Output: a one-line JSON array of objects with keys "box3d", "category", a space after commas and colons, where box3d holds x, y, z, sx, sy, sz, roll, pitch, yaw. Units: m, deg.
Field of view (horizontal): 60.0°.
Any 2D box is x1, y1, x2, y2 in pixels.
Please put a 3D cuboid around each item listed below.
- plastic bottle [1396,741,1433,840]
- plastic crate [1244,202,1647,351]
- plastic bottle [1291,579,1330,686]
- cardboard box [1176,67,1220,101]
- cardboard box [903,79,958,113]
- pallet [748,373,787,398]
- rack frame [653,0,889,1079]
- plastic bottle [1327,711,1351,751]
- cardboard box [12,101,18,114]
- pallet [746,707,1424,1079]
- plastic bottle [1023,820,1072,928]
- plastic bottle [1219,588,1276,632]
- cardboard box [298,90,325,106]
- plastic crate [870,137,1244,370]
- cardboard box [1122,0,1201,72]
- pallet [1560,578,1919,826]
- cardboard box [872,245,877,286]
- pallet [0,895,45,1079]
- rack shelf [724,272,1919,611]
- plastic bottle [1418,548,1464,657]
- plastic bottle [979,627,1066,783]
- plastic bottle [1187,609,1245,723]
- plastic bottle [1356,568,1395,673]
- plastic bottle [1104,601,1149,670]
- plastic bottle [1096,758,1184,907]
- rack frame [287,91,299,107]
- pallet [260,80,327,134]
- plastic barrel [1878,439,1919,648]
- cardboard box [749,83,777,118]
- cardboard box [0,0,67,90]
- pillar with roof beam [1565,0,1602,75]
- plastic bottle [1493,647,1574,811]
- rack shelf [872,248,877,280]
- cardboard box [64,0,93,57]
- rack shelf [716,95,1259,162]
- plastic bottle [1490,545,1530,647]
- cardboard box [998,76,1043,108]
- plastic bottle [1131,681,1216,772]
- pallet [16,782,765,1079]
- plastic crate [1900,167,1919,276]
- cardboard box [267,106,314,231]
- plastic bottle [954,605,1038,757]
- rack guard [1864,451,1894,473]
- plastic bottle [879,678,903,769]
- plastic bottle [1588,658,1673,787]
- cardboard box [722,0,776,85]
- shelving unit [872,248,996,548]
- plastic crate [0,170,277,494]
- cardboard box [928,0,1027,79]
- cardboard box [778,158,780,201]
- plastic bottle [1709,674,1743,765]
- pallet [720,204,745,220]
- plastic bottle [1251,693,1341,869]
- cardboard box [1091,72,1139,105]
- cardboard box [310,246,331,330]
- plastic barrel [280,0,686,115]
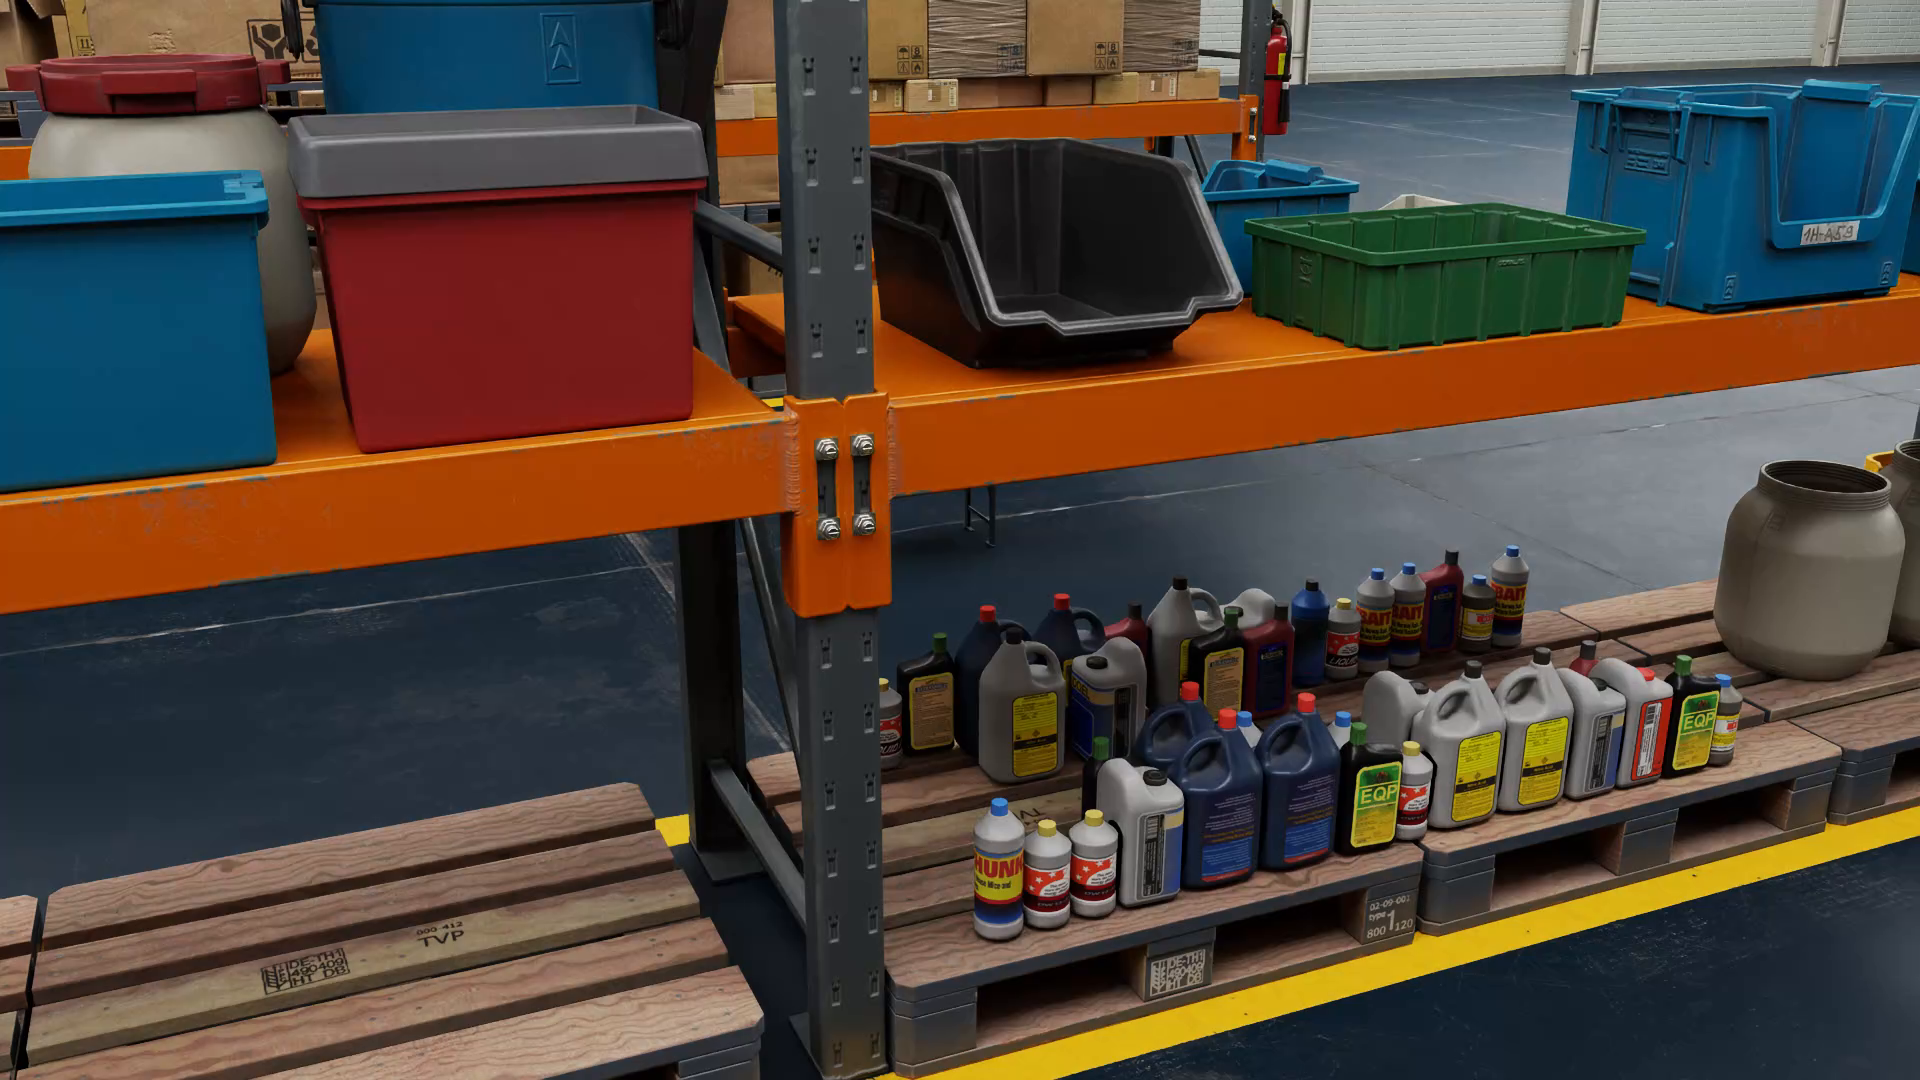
[{"box3d": [0.956, 0.529, 3.555, 0.097, 0.201, 0.097, 0, 19, 0], "category": "plastic bottle"}, {"box3d": [0.966, -0.542, 3.363, 0.662, 0.188, 0.450, -8, 21, -22], "category": "plastic crate"}, {"box3d": [0.900, 0.232, 4.291, 0.097, 0.271, 0.097, 0, 19, 0], "category": "plastic bottle"}, {"box3d": [1.139, -2.367, 8.606, 0.250, 0.149, 0.380, -8, 21, -22], "category": "cardboard box"}, {"box3d": [-0.196, -2.138, 7.955, 0.250, 0.149, 0.380, -8, 21, -22], "category": "cardboard box"}, {"box3d": [-0.629, -1.005, 8.559, 1.213, 0.211, 1.003, -8, 21, -22], "category": "pallet"}, {"box3d": [-0.392, -0.549, 3.066, 0.127, 3.000, 1.000, -8, 21, -22], "category": "rack frame"}, {"box3d": [0.807, 0.495, 3.546, 0.097, 0.271, 0.097, 0, 19, 0], "category": "plastic bottle"}, {"box3d": [-10.746, -5.313, 19.538, 0.625, 0.625, 0.875, -7, 21, -20], "category": "cardboard box"}, {"box3d": [0.241, 0.690, 3.744, 1.213, 0.211, 1.003, -8, 21, -22], "category": "pallet"}, {"box3d": [0.168, 0.641, 3.235, 0.097, 0.201, 0.097, 0, 19, 0], "category": "plastic bottle"}, {"box3d": [0.709, 0.267, 4.185, 0.135, 0.276, 0.152, -8, 21, -21], "category": "plastic bottle"}, {"box3d": [-5.546, -3.721, 14.697, 0.500, 0.500, 0.500, -8, 21, -22], "category": "cardboard box"}, {"box3d": [0.139, -0.550, 3.161, 0.504, 0.338, 0.767, -8, 21, -22], "category": "plastic crate"}, {"box3d": [0.803, -2.709, 8.602, 0.500, 0.500, 0.875, -8, 21, -22], "category": "cardboard box"}, {"box3d": [2.482, 0.369, 4.655, 1.213, 0.211, 1.003, -8, 21, -22], "category": "pallet"}, {"box3d": [-0.378, -1.362, 8.506, 0.500, 0.500, 0.500, -6, 20, -17], "category": "cardboard box"}, {"box3d": [-2.219, 1.043, 2.742, 1.213, 0.211, 1.003, -8, 21, -22], "category": "pallet"}, {"box3d": [1.445, -0.473, 3.932, 4.000, 0.370, 1.077, -8, 21, -22], "category": "rack shelf"}, {"box3d": [1.278, 0.166, 4.462, 0.133, 0.283, 0.061, -8, 21, -21], "category": "plastic bottle"}, {"box3d": [0.142, 0.364, 3.798, 0.185, 0.351, 0.144, -8, 21, -22], "category": "plastic bottle"}, {"box3d": [0.622, 0.312, 4.047, 0.133, 0.283, 0.061, -8, 21, -22], "category": "plastic bottle"}, {"box3d": [1.086, 0.206, 4.367, 0.097, 0.271, 0.097, 0, 19, 0], "category": "plastic bottle"}, {"box3d": [0.395, 0.292, 4.103, 0.133, 0.283, 0.061, -7, 20, -18], "category": "plastic bottle"}, {"box3d": [0.360, 0.569, 3.329, 0.135, 0.276, 0.152, -7, 21, -20], "category": "plastic bottle"}, {"box3d": [-8.249, -6.595, 20.236, 0.127, 3.000, 1.000, -8, 21, -22], "category": "rack frame"}, {"box3d": [-3.113, -1.913, 7.228, 1.213, 0.211, 1.003, -8, 21, -22], "category": "pallet"}, {"box3d": [2.707, 0.010, 4.591, 0.421, 0.512, 0.421, 0, 19, 0], "category": "plastic barrel"}, {"box3d": [-0.899, -2.050, 7.705, 0.250, 0.149, 0.380, -8, 21, -22], "category": "cardboard box"}, {"box3d": [-3.909, -2.050, 6.541, 0.637, 0.503, 0.797, -6, 20, -16], "category": "cardboard box"}, {"box3d": [12.661, -11.189, 24.251, 0.400, 9.000, 9.100, -8, 21, -22], "category": "pillar with roof beam"}, {"box3d": [1.248, 0.408, 3.673, 0.185, 0.351, 0.144, -7, 21, -20], "category": "plastic bottle"}, {"box3d": [-0.152, -0.915, 5.630, 0.480, 0.148, 0.258, -8, 21, -22], "category": "rack shelf"}, {"box3d": [-5.527, -3.350, 10.868, 0.500, 0.500, 0.500, -8, 21, -21], "category": "cardboard box"}, {"box3d": [-0.517, -1.983, 8.222, 4.000, 0.370, 1.077, -8, 21, -22], "category": "rack shelf"}, {"box3d": [1.493, 0.147, 4.533, 0.097, 0.271, 0.097, 0, 19, 0], "category": "plastic bottle"}, {"box3d": [0.219, -2.237, 8.238, 0.250, 0.149, 0.380, -8, 21, -22], "category": "cardboard box"}, {"box3d": [0.457, 0.469, 3.500, 0.185, 0.351, 0.144, -8, 21, -22], "category": "plastic bottle"}, {"box3d": [-1.098, 0.881, 3.202, 1.213, 0.211, 1.003, -8, 21, -22], "category": "pallet"}, {"box3d": [2.341, -0.765, 3.901, 0.408, 0.251, 0.499, -8, 21, -22], "category": "plastic crate"}, {"box3d": [-4.760, -2.613, 11.683, 0.750, 0.750, 1.050, -8, 21, -22], "category": "cardboard box"}, {"box3d": [0.085, 0.320, 3.923, 0.185, 0.351, 0.144, -9, 21, -23], "category": "plastic bottle"}, {"box3d": [3.230, 0.128, 4.906, 0.348, 0.500, 1.175, -8, 21, -22], "category": "rack guard"}, {"box3d": [-0.182, 0.420, 3.863, 0.097, 0.201, 0.097, 0, 19, 0], "category": "plastic bottle"}, {"box3d": [1.526, 0.402, 3.803, 0.135, 0.276, 0.152, -8, 21, -22], "category": "plastic bottle"}, {"box3d": [-1.024, -2.439, 7.834, 0.500, 0.500, 0.875, -8, 21, -22], "category": "cardboard box"}, {"box3d": [-0.152, -0.544, 5.761, 0.503, 1.200, 0.258, -8, 21, -22], "category": "shelving unit"}, {"box3d": [-1.281, -0.302, 2.387, 0.575, 0.384, 0.392, -8, 21, -22], "category": "plastic crate"}, {"box3d": [-0.085, -2.554, 8.162, 0.500, 0.500, 0.875, -8, 21, -22], "category": "cardboard box"}, {"box3d": [-1.149, -3.198, 13.156, 0.875, 0.875, 0.875, -8, 21, -22], "category": "cardboard box"}, {"box3d": [1.768, 0.412, 3.886, 0.097, 0.201, 0.097, 0, 19, 0], "category": "plastic bottle"}, {"box3d": [-2.374, -2.508, 12.828, 1.213, 0.211, 1.003, -8, 21, -22], "category": "pallet"}, {"box3d": [0.687, 0.488, 3.445, 0.185, 0.351, 0.144, -9, 21, -24], "category": "plastic bottle"}, {"box3d": [0.700, -2.286, 8.375, 0.250, 0.149, 0.380, -8, 21, -22], "category": "cardboard box"}, {"box3d": [-2.926, -1.014, 7.487, 0.500, 0.500, 0.700, -10, 22, -26], "category": "cardboard box"}, {"box3d": [-0.867, -0.827, 3.100, 0.708, 0.901, 0.600, -8, 21, -22], "category": "plastic barrel"}]
